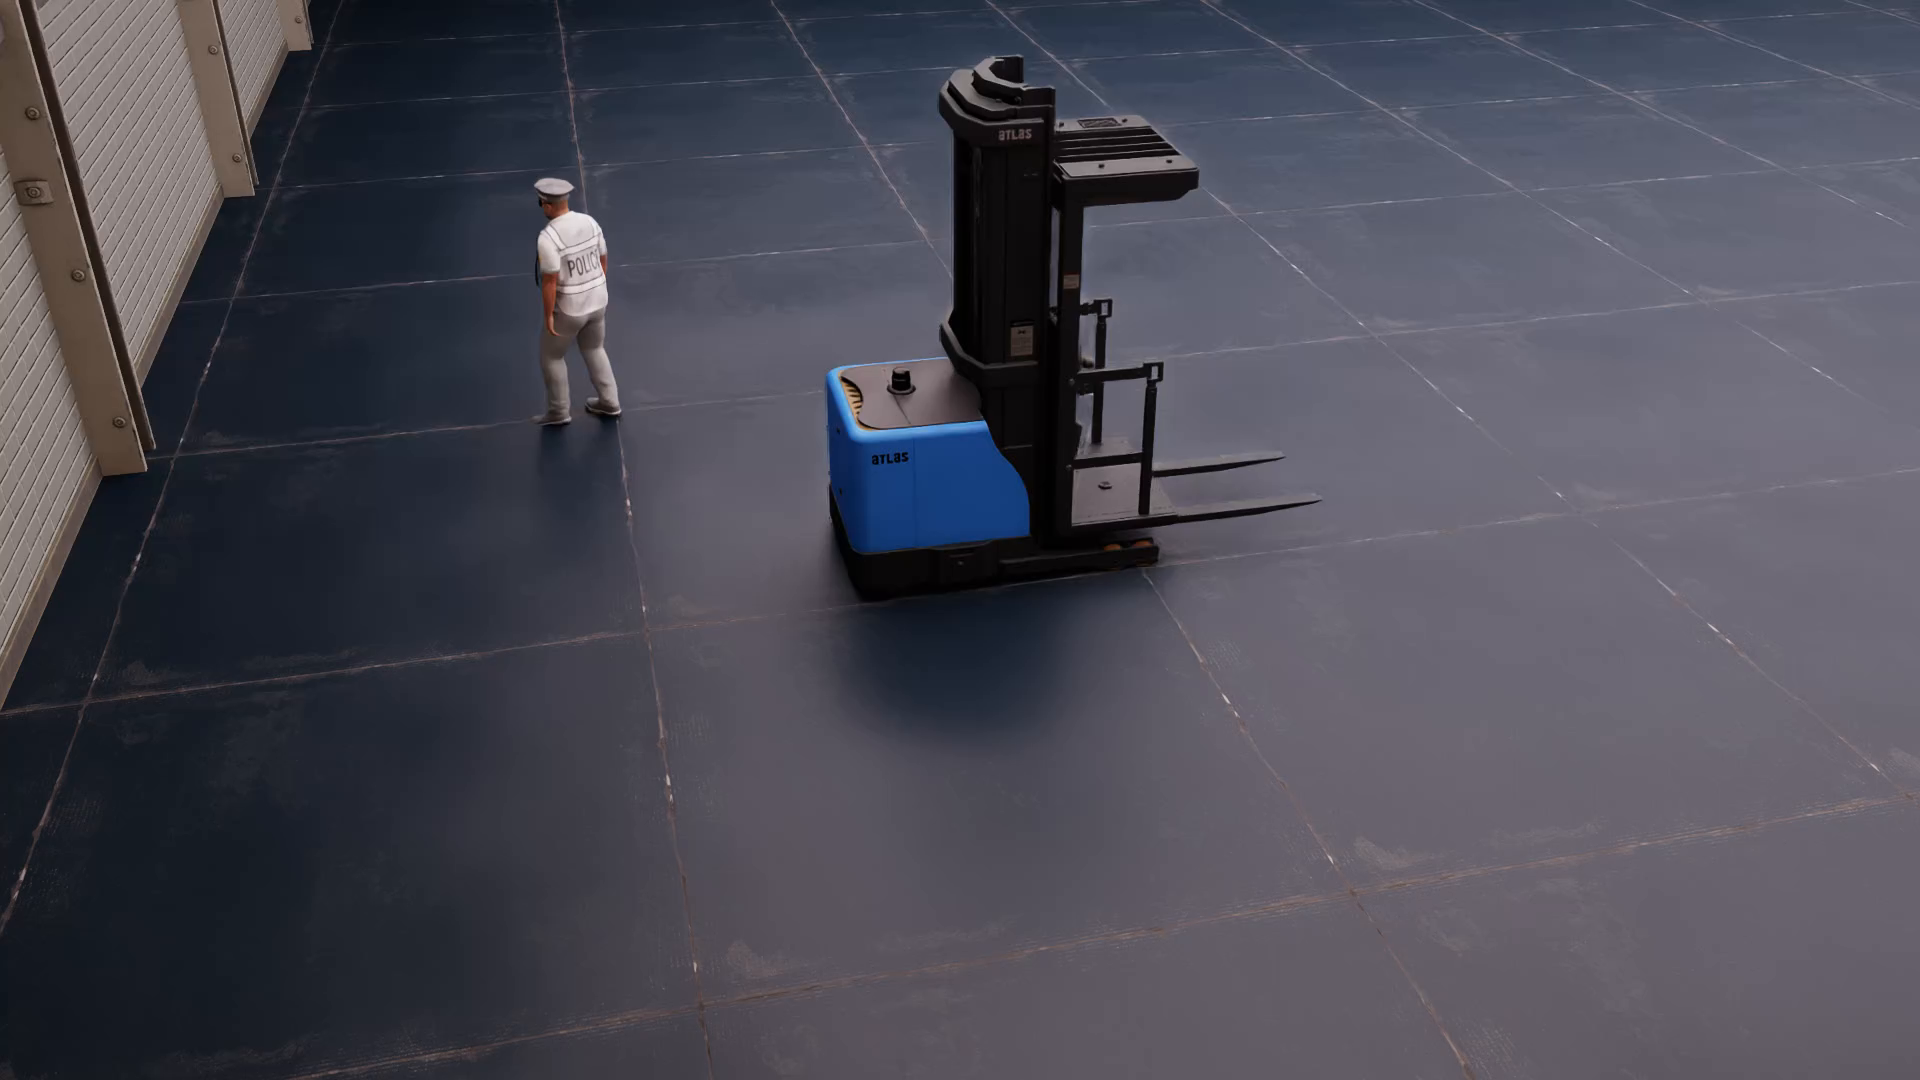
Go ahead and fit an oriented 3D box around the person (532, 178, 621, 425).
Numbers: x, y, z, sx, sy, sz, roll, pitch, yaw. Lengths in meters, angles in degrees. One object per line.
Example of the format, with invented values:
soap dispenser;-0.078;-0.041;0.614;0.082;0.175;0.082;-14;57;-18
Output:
person;-2.737;-1.654;11.653;0.509;1.779;0.613;20;35;30

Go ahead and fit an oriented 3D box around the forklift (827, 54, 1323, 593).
forklift;0.743;-1.328;9.868;3.031;2.935;1.130;-6;31;-11
